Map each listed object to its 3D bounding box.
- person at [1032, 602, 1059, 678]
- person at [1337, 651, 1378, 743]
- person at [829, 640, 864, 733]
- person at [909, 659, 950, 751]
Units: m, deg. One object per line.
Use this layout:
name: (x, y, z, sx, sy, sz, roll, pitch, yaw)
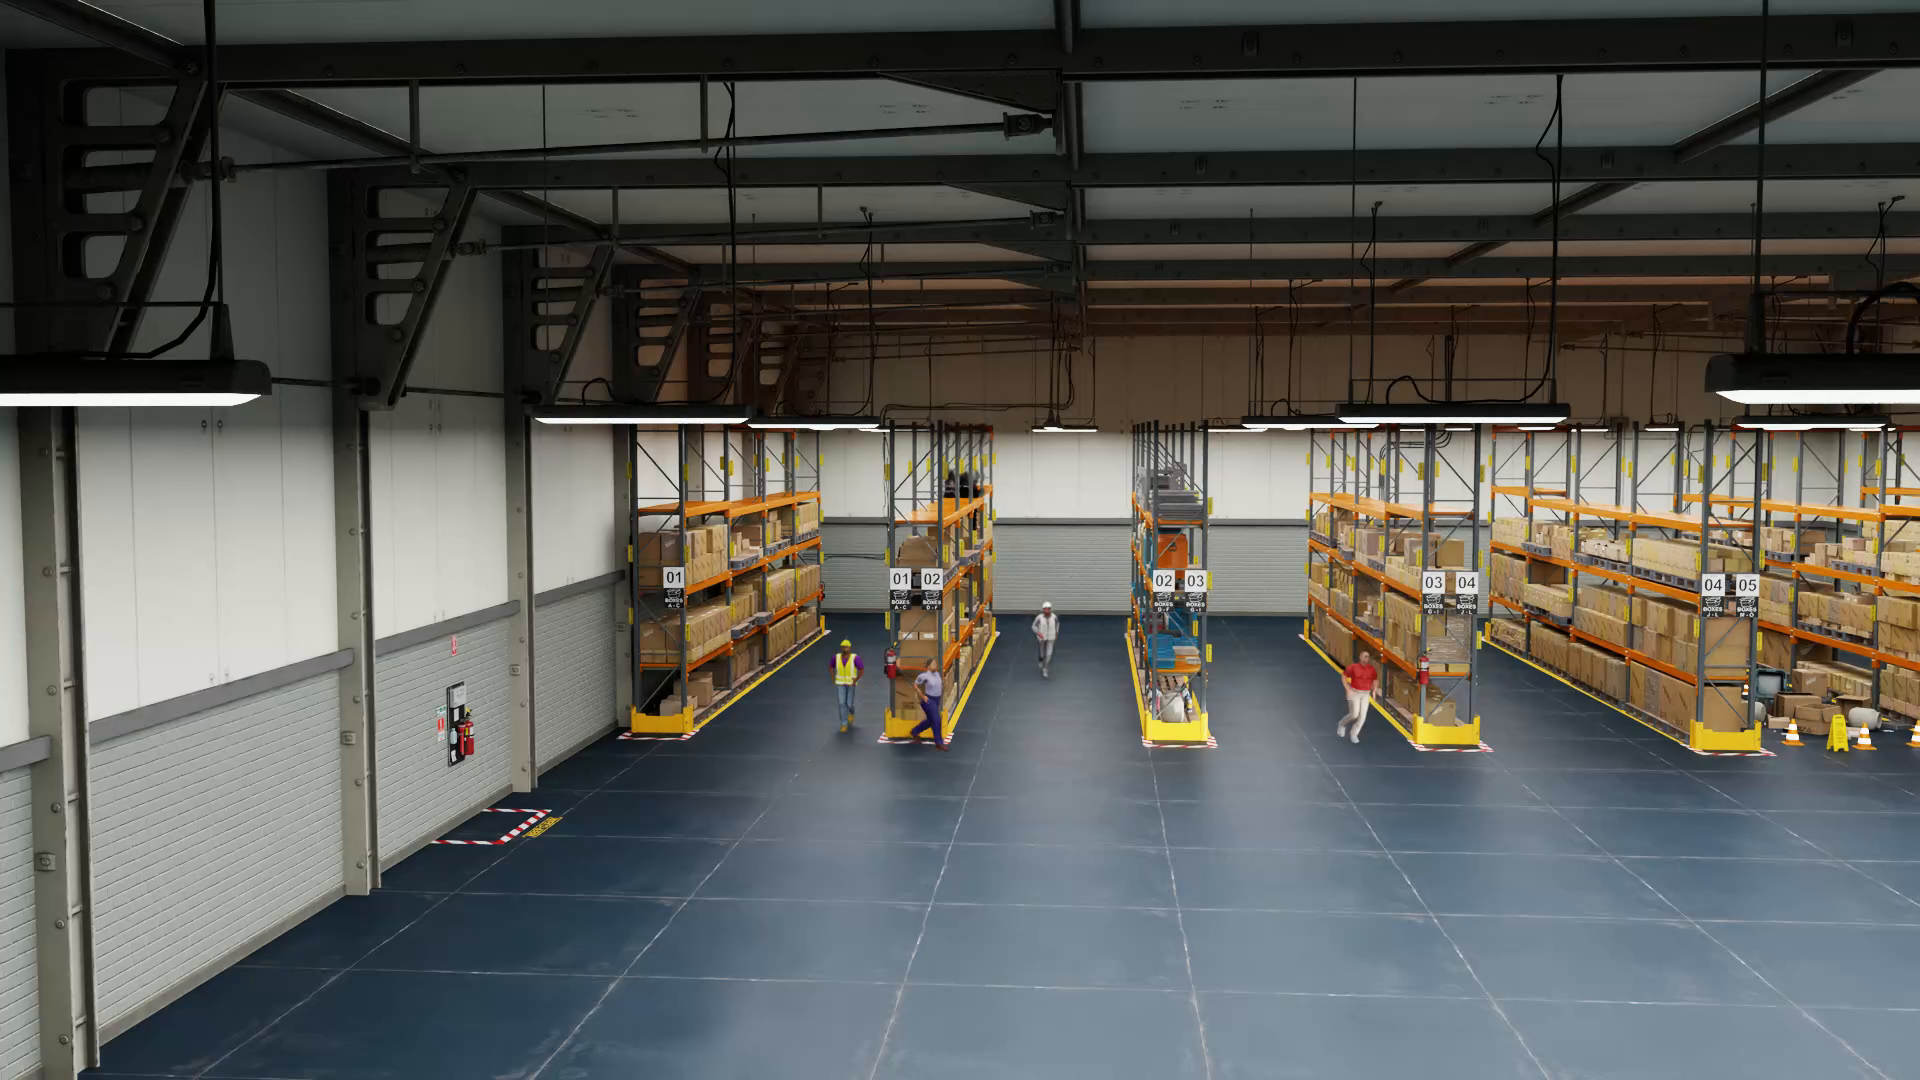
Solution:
person: (2.048, 2.354, 39.599, 0.684, 1.765, 0.884, 0, 4, -7)
person: (7.497, 2.920, 31.170, 0.713, 1.681, 0.578, -1, 4, -11)
person: (-2.211, 2.811, 32.348, 0.707, 1.760, 0.836, 0, 4, 2)
person: (-0.550, 2.989, 30.359, 0.868, 1.661, 0.593, 2, 4, 28)
